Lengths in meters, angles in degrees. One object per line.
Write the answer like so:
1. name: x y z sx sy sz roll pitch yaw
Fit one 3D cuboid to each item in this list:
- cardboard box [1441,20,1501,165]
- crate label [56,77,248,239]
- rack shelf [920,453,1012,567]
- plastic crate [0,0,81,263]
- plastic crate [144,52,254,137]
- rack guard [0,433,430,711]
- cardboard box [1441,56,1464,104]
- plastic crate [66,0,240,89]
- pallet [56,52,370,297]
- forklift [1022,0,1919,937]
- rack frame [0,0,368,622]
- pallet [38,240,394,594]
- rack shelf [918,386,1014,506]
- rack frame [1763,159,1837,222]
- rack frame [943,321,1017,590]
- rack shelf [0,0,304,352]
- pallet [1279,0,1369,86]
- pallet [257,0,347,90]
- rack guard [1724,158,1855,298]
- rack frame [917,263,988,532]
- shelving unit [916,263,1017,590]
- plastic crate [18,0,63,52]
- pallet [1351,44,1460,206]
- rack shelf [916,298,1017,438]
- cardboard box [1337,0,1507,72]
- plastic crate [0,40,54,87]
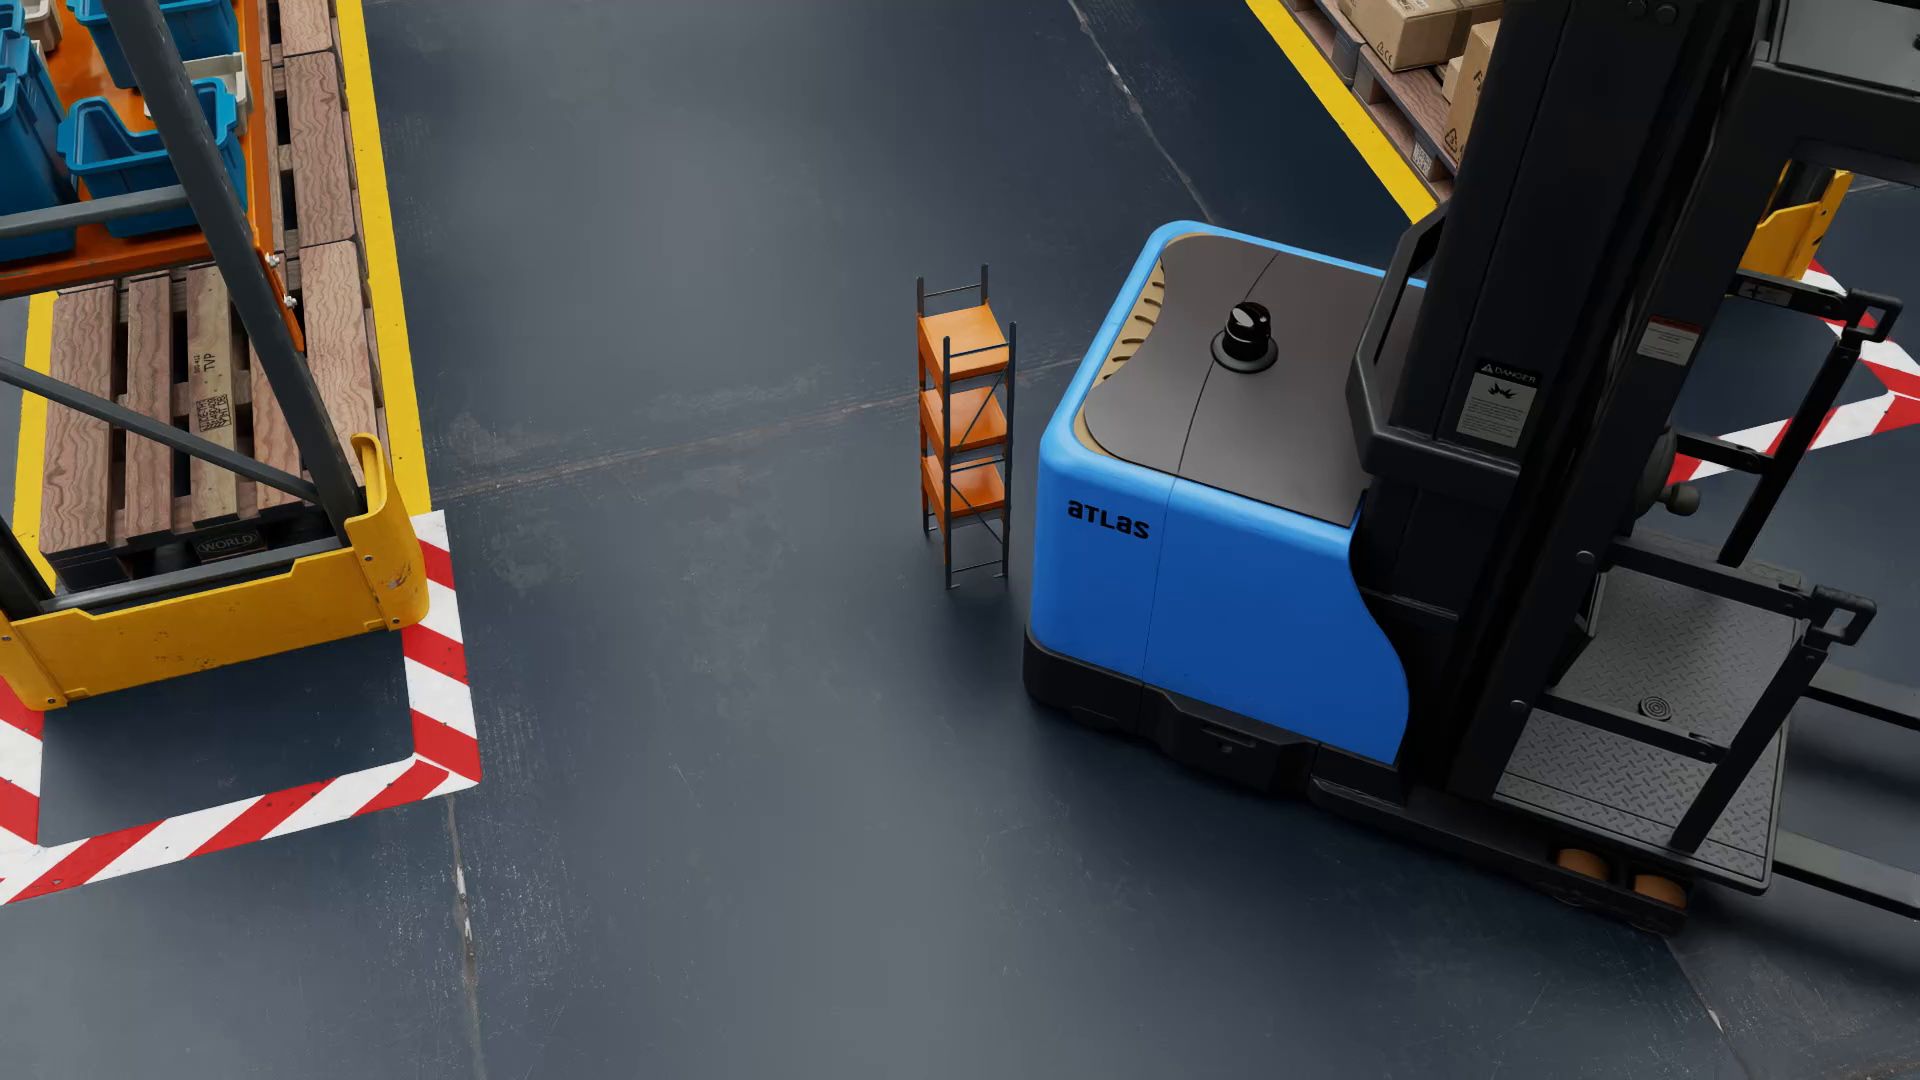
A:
1. cardboard box: 2.105 -1.523 5.919 0.500 0.500 0.500 -13 51 -11
2. crate label: -1.990 -0.948 4.158 0.416 0.233 0.303 -13 51 -11
3. rack shelf: 0.016 -0.113 5.036 0.215 0.259 0.240 -13 51 -11
4. plastic crate: -2.509 -0.961 4.036 0.616 0.435 0.499 -13 51 -11
5. plastic crate: -2.006 -1.170 4.408 0.250 0.136 0.298 -13 51 -11
6. rack guard: -2.212 0.092 4.845 1.175 0.500 0.348 -13 51 -11
7. cardboard box: 2.072 -1.731 6.313 0.380 0.166 0.250 -13 51 -11
8. plastic crate: -2.185 -1.429 4.563 0.416 0.233 0.300 -13 51 -11
9. pallet: -2.795 -1.330 6.233 1.003 0.211 1.213 -13 51 -11
10. forklift: 1.747 -0.380 3.653 3.031 2.935 1.130 18 52 15
11. rack frame: -2.231 -0.728 3.902 1.000 3.000 0.127 -13 51 -11
12. pallet: -2.438 -0.440 5.483 1.003 0.211 1.213 -13 51 -11
13. rack shelf: 0.016 -0.292 4.824 0.215 0.259 0.240 -13 51 -11
14. rack frame: 2.502 -1.845 4.844 1.000 3.000 0.127 -13 51 -11
15. rack frame: 0.052 -0.210 4.741 0.200 1.050 0.008 -13 51 -11
16. rack shelf: -2.823 -1.957 5.408 1.077 0.370 4.000 -13 51 -11
17. pallet: 1.885 -2.473 7.197 1.003 0.211 1.213 -13 51 -11
18. pallet: -3.160 -2.222 6.986 1.003 0.211 1.213 -13 51 -11
19. rack guard: 2.479 -1.095 5.846 1.175 0.500 0.348 -13 51 -11
20. rack frame: -0.020 -0.388 4.891 0.200 1.050 0.008 -13 51 -11
21. shelving unit: 0.016 -0.299 4.816 0.215 1.050 0.252 -13 51 -11
22. plastic crate: -2.717 -1.432 4.629 0.396 0.136 0.243 -13 51 -11
23. pallet: 2.242 -1.584 6.447 1.003 0.211 1.213 -13 51 -11
24. rack shelf: 0.016 -0.475 4.607 0.215 0.259 0.240 -13 51 -11
25. cardboard box: 1.853 -2.143 6.605 0.500 0.250 0.500 -13 51 -11
26. plastic crate: -2.645 -1.217 4.447 0.396 0.136 0.243 -13 51 -11
